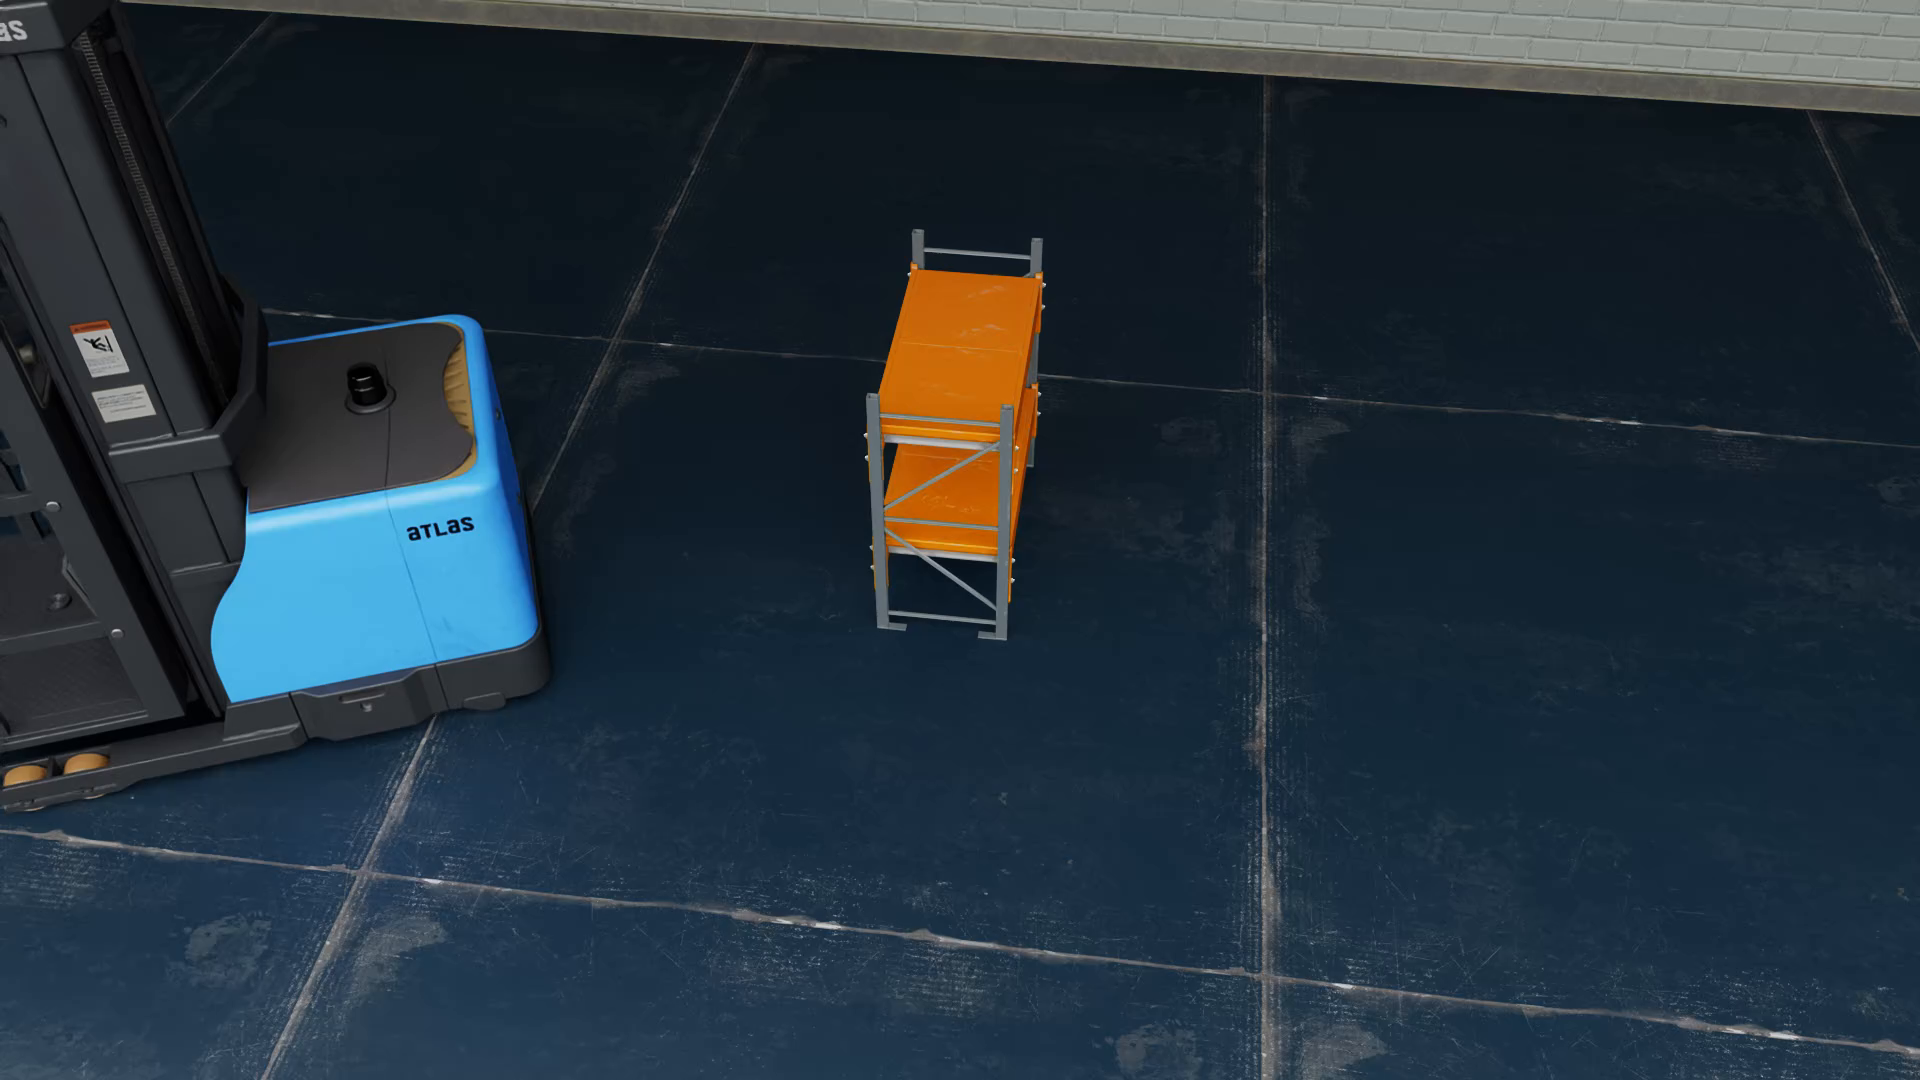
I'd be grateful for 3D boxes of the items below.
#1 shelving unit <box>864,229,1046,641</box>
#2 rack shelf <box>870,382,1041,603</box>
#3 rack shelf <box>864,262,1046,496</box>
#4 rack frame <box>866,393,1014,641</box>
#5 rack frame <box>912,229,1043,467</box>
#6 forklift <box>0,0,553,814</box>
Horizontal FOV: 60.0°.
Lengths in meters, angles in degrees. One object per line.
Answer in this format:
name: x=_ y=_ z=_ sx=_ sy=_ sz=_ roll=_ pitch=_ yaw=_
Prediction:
shelving unit: x=-0.001 y=-0.404 z=6.358 sx=0.538 sy=1.125 sz=1.048 roll=5 pitch=44 yaw=6
rack shelf: x=-0.001 y=-0.226 z=6.527 sx=0.538 sy=0.278 sz=1.000 roll=5 pitch=44 yaw=6
rack shelf: x=-0.001 y=-0.616 z=6.157 sx=0.538 sy=0.278 sz=1.000 roll=5 pitch=44 yaw=6
rack frame: x=-0.068 y=-0.057 z=5.993 sx=0.500 sy=1.125 sz=0.032 roll=5 pitch=44 yaw=6
rack frame: x=0.066 y=-0.750 z=6.724 sx=0.500 sy=1.125 sz=0.032 roll=5 pitch=44 yaw=6
forklift: x=-3.076 y=-0.532 z=5.180 sx=3.031 sy=2.935 sz=1.130 roll=-11 pitch=45 yaw=-11
